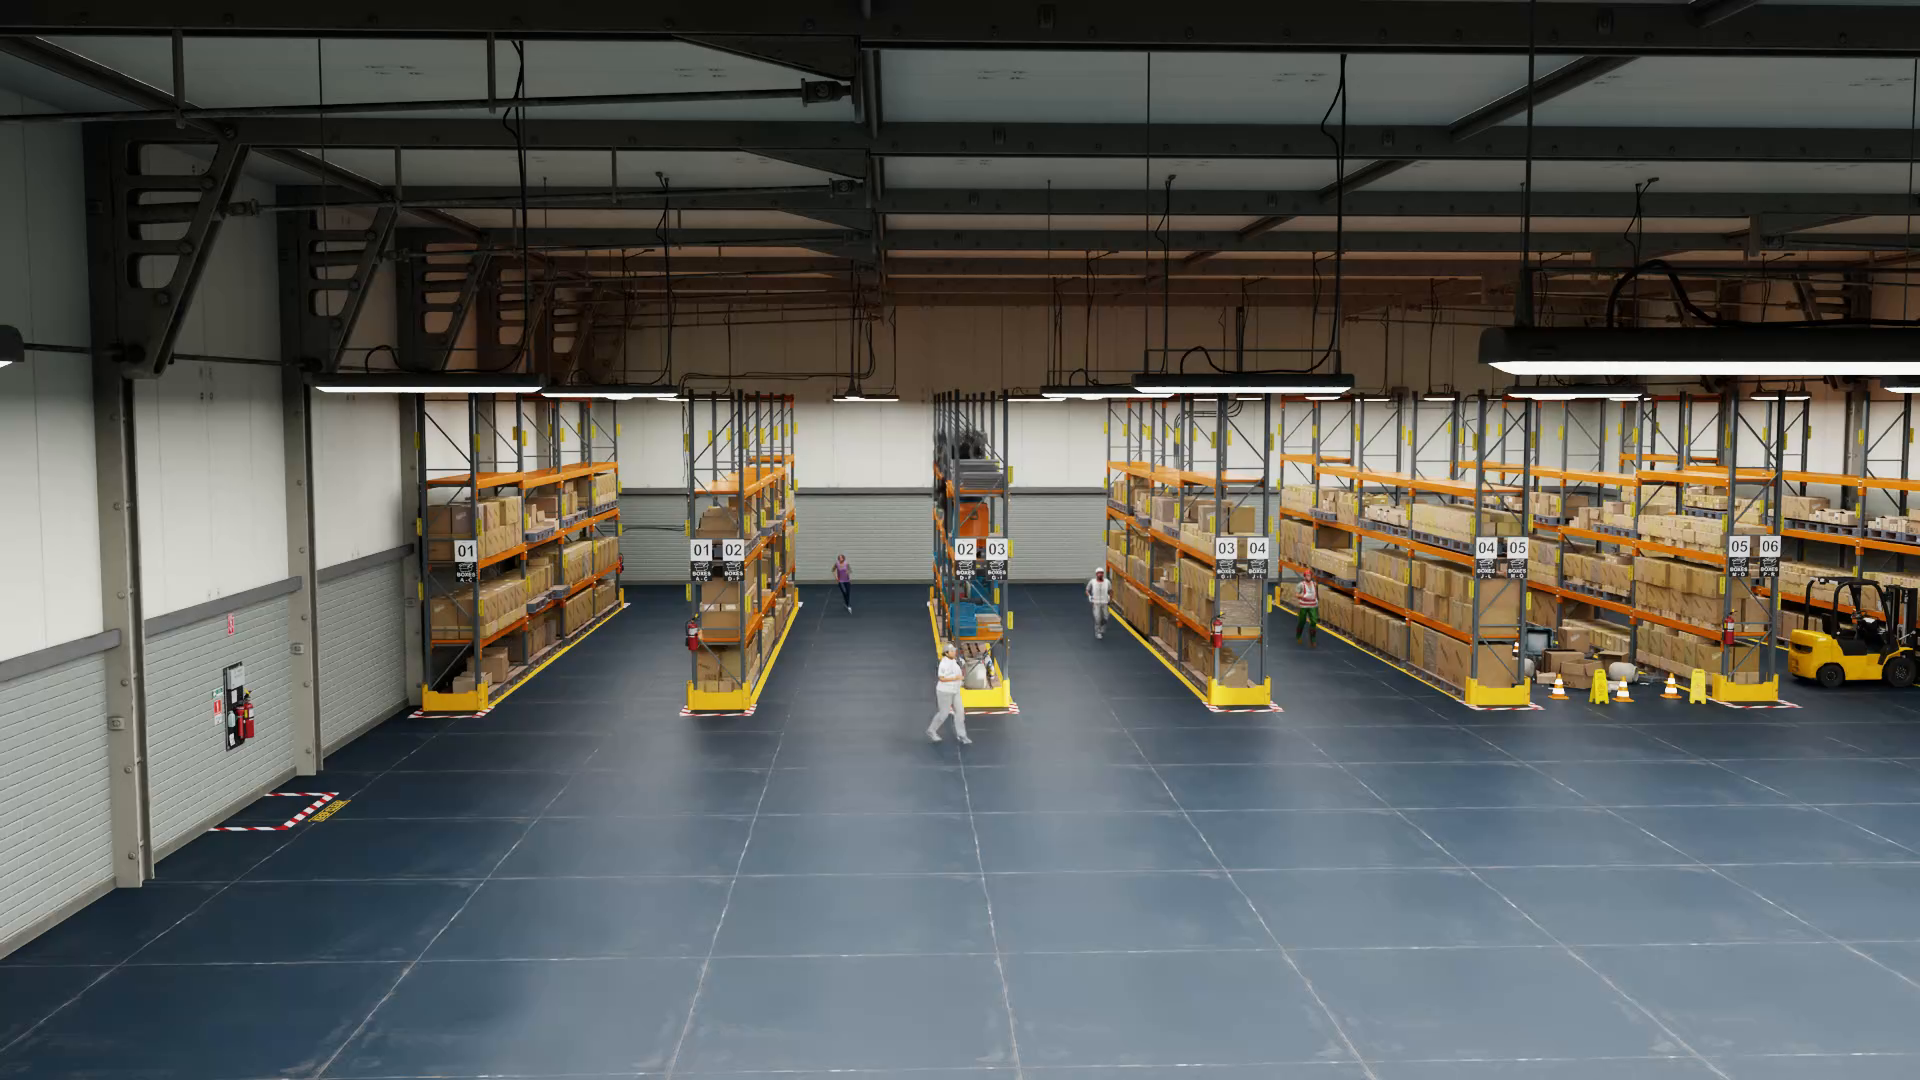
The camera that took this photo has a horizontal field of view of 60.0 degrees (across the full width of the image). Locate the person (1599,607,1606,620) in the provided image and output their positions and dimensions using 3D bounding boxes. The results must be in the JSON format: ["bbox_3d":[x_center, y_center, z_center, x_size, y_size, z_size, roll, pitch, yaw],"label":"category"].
[{"bbox_3d":[16.369,1.405,42.441,0.643,1.773,0.737,0,5,-6],"label":"person"}]

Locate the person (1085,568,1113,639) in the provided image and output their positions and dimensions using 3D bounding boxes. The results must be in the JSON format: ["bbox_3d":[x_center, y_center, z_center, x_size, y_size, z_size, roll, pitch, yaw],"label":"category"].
[{"bbox_3d":[3.407,1.541,40.669,0.685,1.735,0.667,0,5,-3],"label":"person"}]

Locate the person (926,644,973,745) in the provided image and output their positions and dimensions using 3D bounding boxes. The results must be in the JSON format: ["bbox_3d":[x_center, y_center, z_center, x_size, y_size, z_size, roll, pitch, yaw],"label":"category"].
[{"bbox_3d":[-0.193,2.598,28.059,0.806,1.698,0.604,2,5,28],"label":"person"}]

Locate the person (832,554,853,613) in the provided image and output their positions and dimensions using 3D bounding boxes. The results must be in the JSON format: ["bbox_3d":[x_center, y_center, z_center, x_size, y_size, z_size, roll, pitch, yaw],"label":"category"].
[{"bbox_3d":[-3.252,1.176,46.079,0.550,1.604,0.754,-1,5,-16],"label":"person"}]

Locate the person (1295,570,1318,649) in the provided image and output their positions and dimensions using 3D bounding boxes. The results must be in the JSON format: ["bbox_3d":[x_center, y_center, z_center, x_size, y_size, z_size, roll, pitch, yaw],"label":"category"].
[{"bbox_3d":[8.168,1.619,39.220,0.661,1.846,0.836,-1,5,-10],"label":"person"}]
